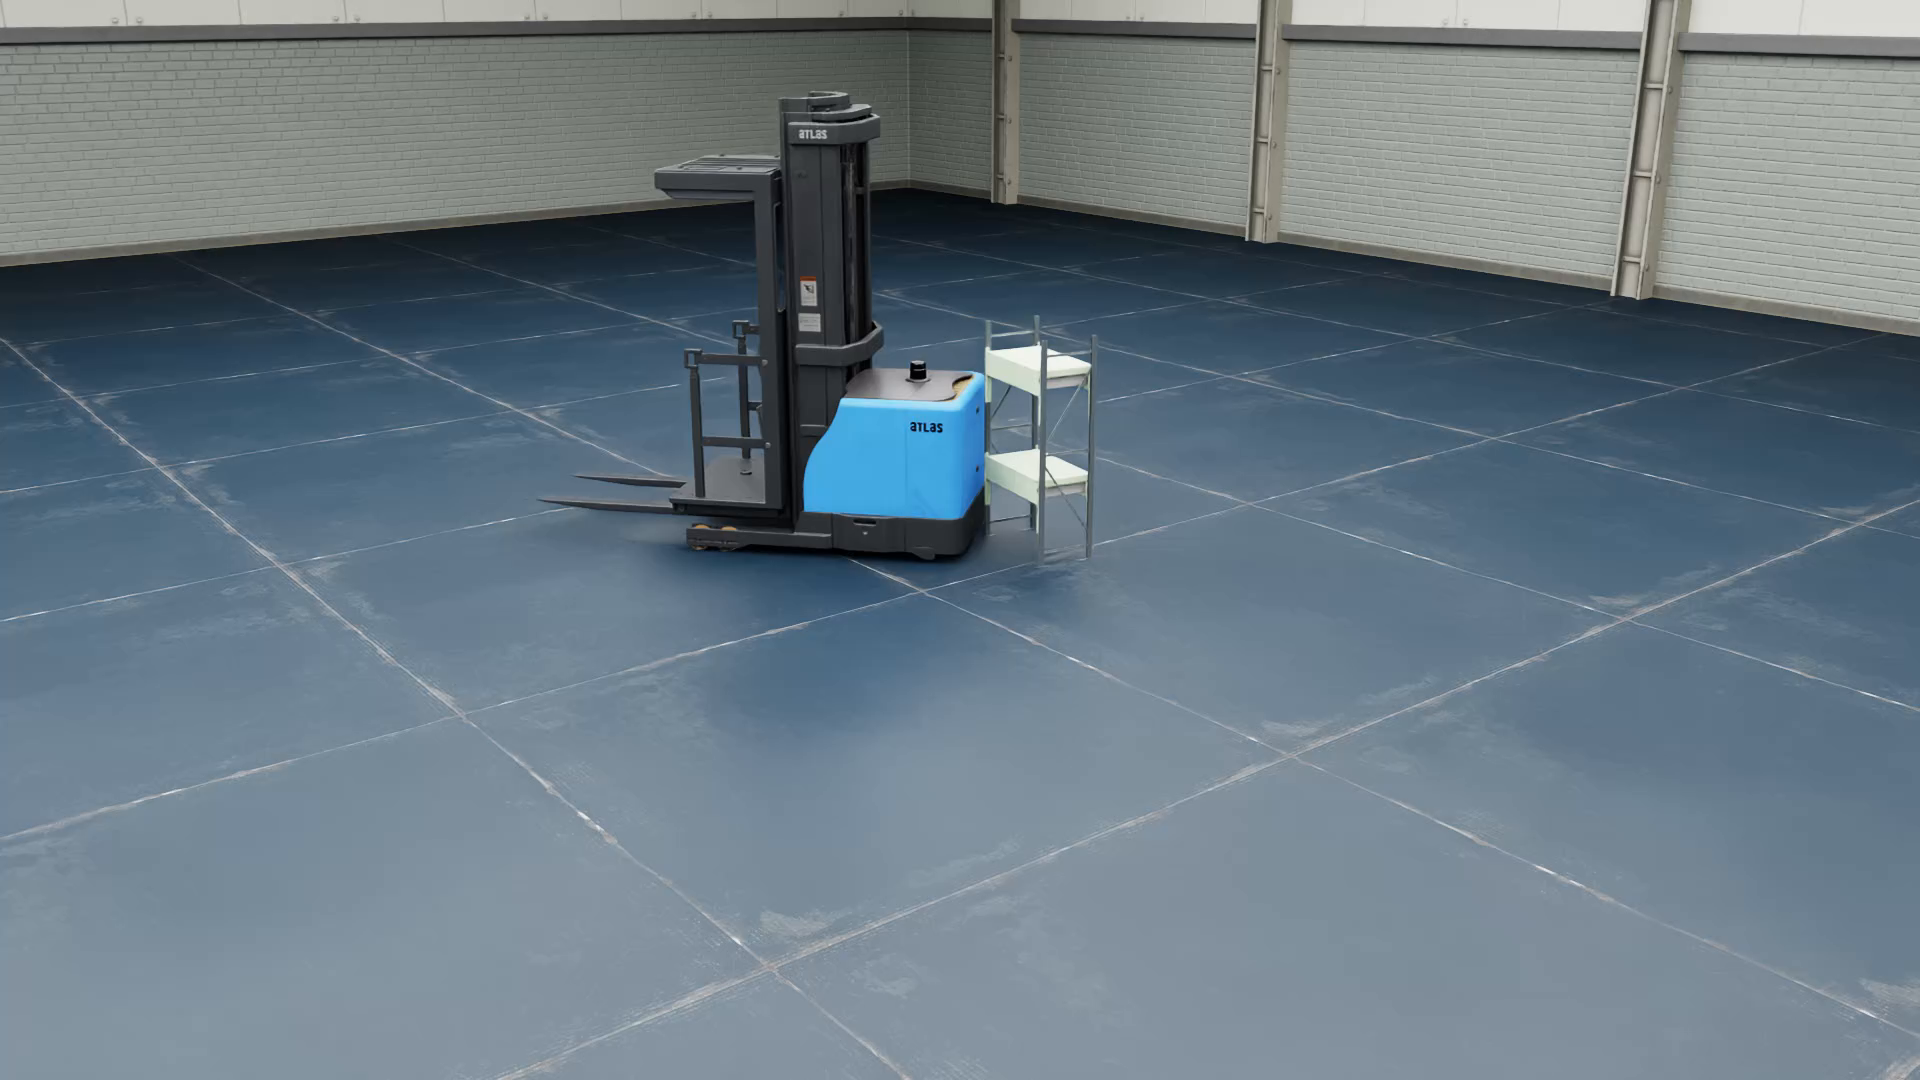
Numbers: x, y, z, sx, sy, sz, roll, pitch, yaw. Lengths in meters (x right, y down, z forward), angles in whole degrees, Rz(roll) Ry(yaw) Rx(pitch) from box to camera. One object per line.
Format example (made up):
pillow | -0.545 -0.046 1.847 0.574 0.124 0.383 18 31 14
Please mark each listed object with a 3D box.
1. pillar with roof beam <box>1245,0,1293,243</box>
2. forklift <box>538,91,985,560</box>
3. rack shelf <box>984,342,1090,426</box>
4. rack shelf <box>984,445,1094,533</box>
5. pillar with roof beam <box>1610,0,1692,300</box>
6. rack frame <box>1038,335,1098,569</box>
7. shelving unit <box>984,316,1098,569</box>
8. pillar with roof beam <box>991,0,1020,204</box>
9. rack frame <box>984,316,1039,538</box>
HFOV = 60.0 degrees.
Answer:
pillar with roof beam | 1.137 -7.901 20.907 9.100 9.000 0.400 -14 23 -36
forklift | -1.374 -1.472 11.144 3.031 2.935 1.130 3 19 10
rack shelf | 0.517 -1.027 10.836 0.431 0.370 0.720 -9 20 -26
rack shelf | 0.517 -0.347 11.061 0.431 0.370 0.720 -9 20 -26
pillar with roof beam | 4.862 -6.422 16.442 9.100 9.000 0.400 -14 23 -36
rack frame | 0.687 -0.554 10.651 0.400 1.500 0.023 -9 20 -26
shelving unit | 0.517 -0.656 10.959 0.431 1.500 0.755 -9 20 -26
pillar with roof beam | -2.589 -9.379 25.371 9.100 9.000 0.400 -14 23 -36
rack frame | 0.348 -0.758 11.267 0.400 1.500 0.023 -9 20 -26
